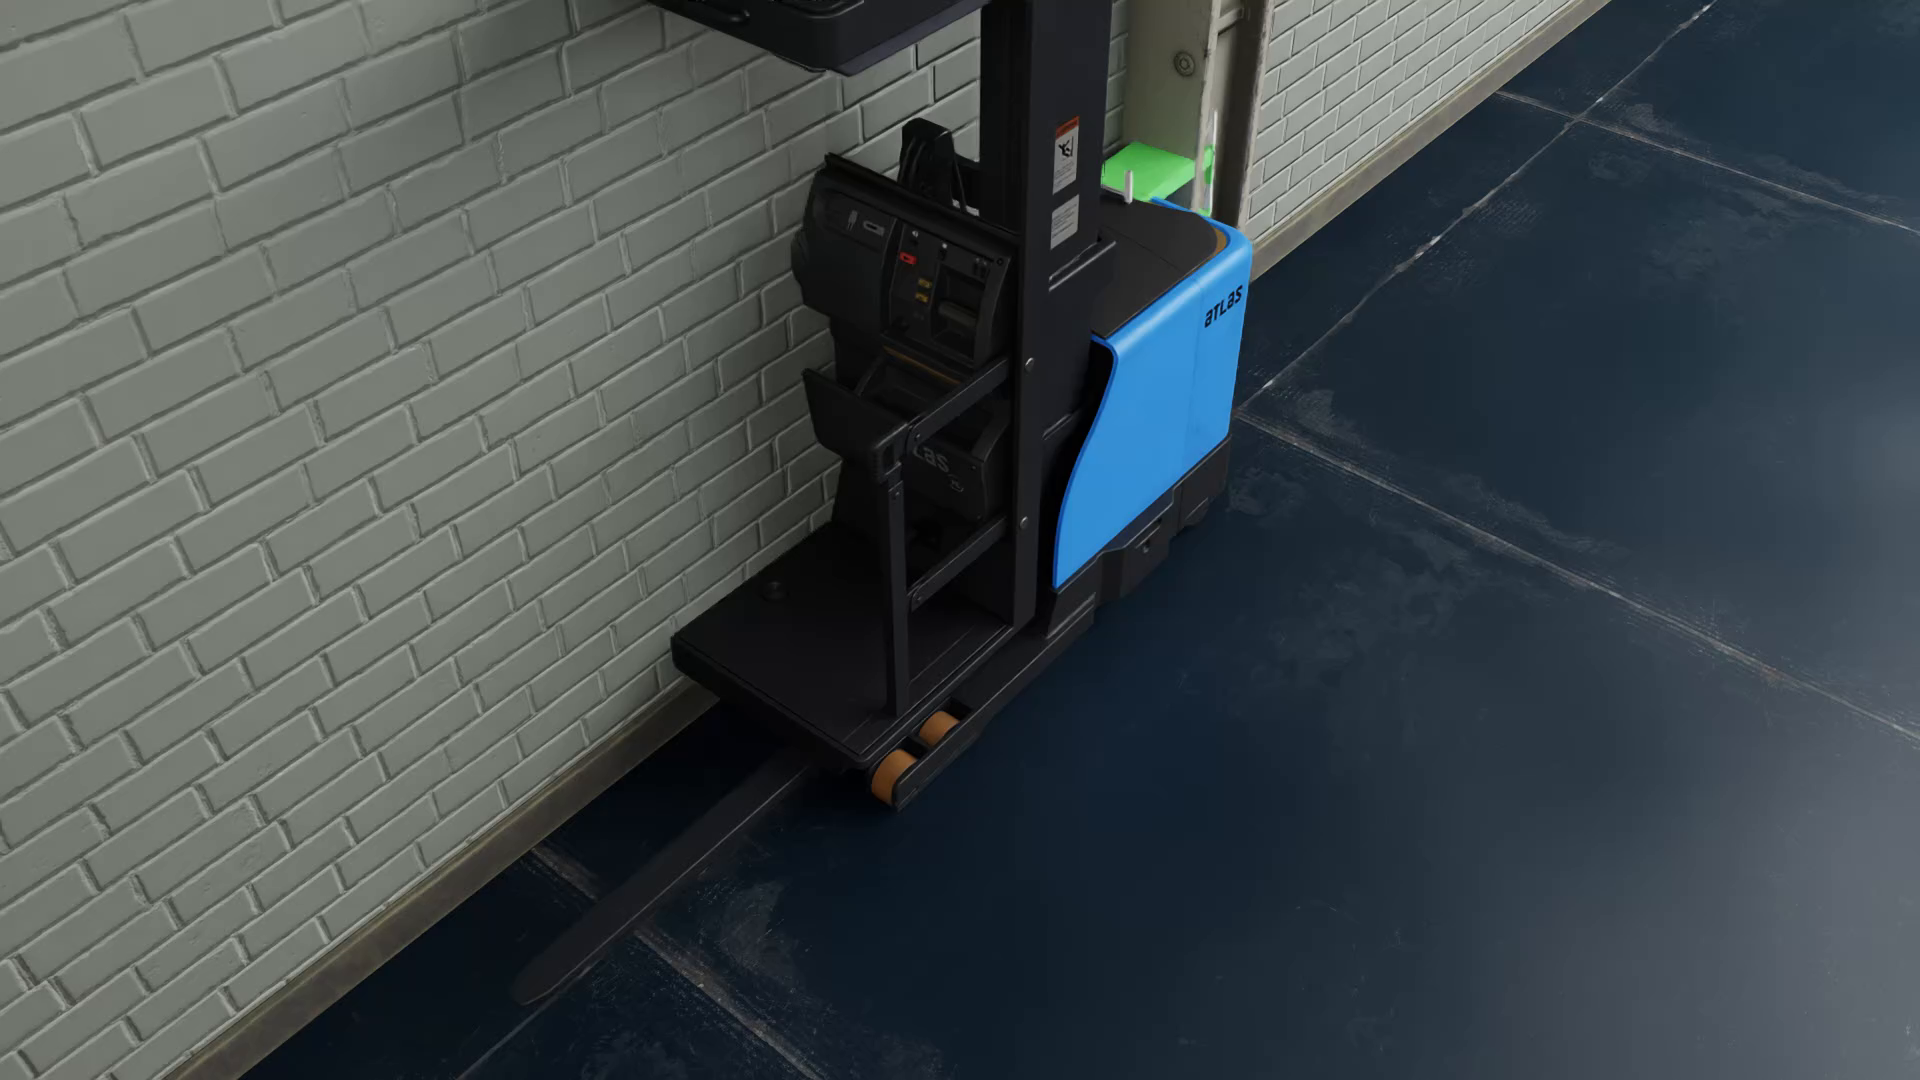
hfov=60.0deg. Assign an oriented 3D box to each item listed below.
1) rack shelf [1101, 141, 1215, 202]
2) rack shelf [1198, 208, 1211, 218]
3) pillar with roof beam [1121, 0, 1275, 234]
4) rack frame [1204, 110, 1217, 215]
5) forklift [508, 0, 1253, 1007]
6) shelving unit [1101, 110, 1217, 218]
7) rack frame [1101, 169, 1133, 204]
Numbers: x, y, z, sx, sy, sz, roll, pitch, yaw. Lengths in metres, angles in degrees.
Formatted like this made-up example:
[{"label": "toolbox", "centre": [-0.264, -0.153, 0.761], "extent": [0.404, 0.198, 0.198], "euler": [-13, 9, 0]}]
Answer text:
[{"label": "rack shelf", "centre": [0.607, -1.189, 5.530], "extent": [0.258, 0.148, 0.480], "euler": [26, 49, 30]}, {"label": "rack shelf", "centre": [0.618, -1.007, 5.686], "extent": [0.258, 0.148, 0.480], "euler": [26, 49, 30]}, {"label": "pillar with roof beam", "centre": [4.083, -2.074, 1.342], "extent": [9.100, 9.000, 0.400], "euler": [29, 50, 28]}, {"label": "rack frame", "centre": [0.780, -1.002, 5.939], "extent": [0.240, 1.200, 0.015], "euler": [26, 49, 30]}, {"label": "forklift", "centre": [-0.387, -0.686, 4.326], "extent": [1.130, 2.935, 3.031], "euler": [29, 50, 28]}, {"label": "shelving unit", "centre": [0.627, -0.873, 5.800], "extent": [0.258, 1.200, 0.503], "euler": [26, 49, 30]}, {"label": "rack frame", "centre": [0.473, -0.744, 5.662], "extent": [0.240, 1.200, 0.015], "euler": [26, 49, 30]}]
